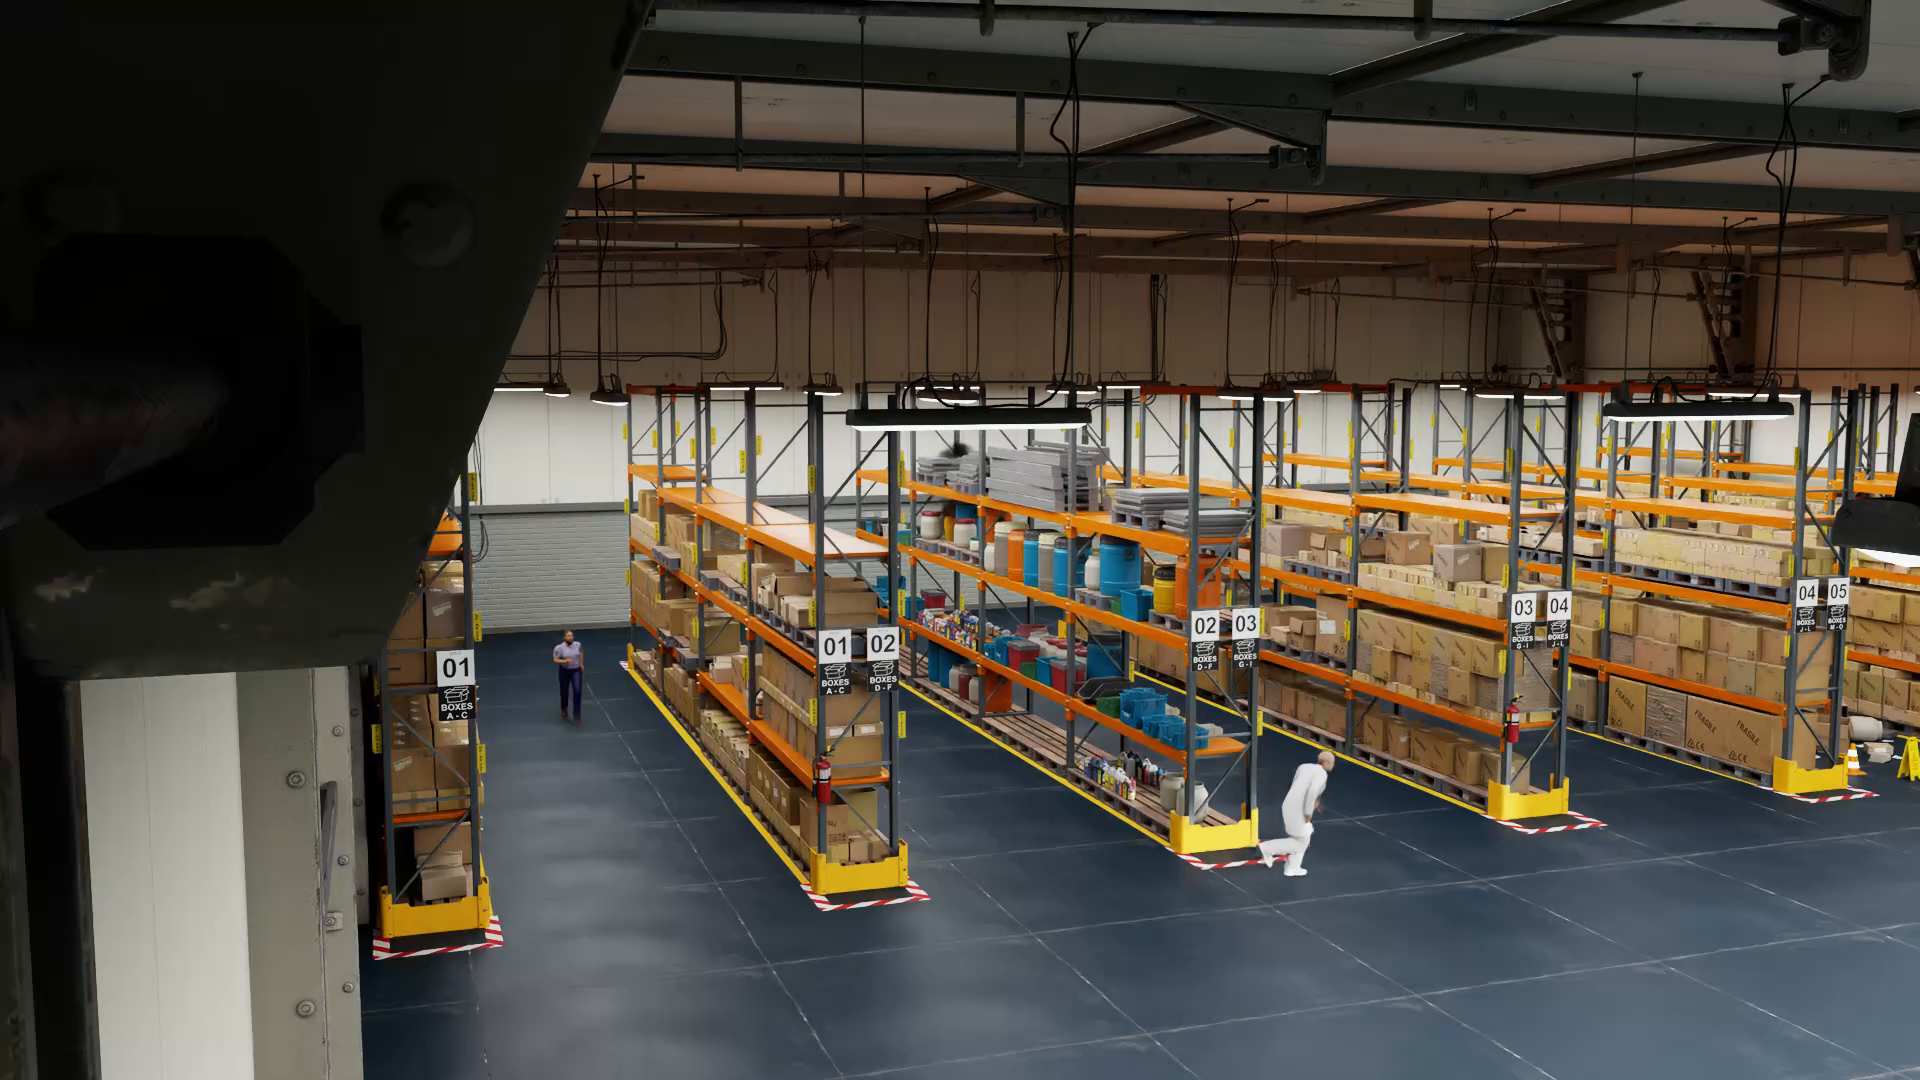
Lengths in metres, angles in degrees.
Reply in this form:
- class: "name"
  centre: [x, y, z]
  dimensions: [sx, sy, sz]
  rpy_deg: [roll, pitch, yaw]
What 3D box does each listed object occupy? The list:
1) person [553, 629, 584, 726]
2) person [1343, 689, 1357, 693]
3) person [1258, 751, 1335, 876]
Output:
- class: "person"
  centre: [-7.008, 2.430, 29.799]
  dimensions: [0.556, 1.695, 0.854]
  rpy_deg: [-2, 6, -20]
- class: "person"
  centre: [7.480, 2.280, 31.144]
  dimensions: [0.698, 1.650, 1.023]
  rpy_deg: [-2, 6, -20]
- class: "person"
  centre: [4.196, 3.425, 20.688]
  dimensions: [0.970, 1.581, 0.728]
  rpy_deg: [-1, 6, -10]
